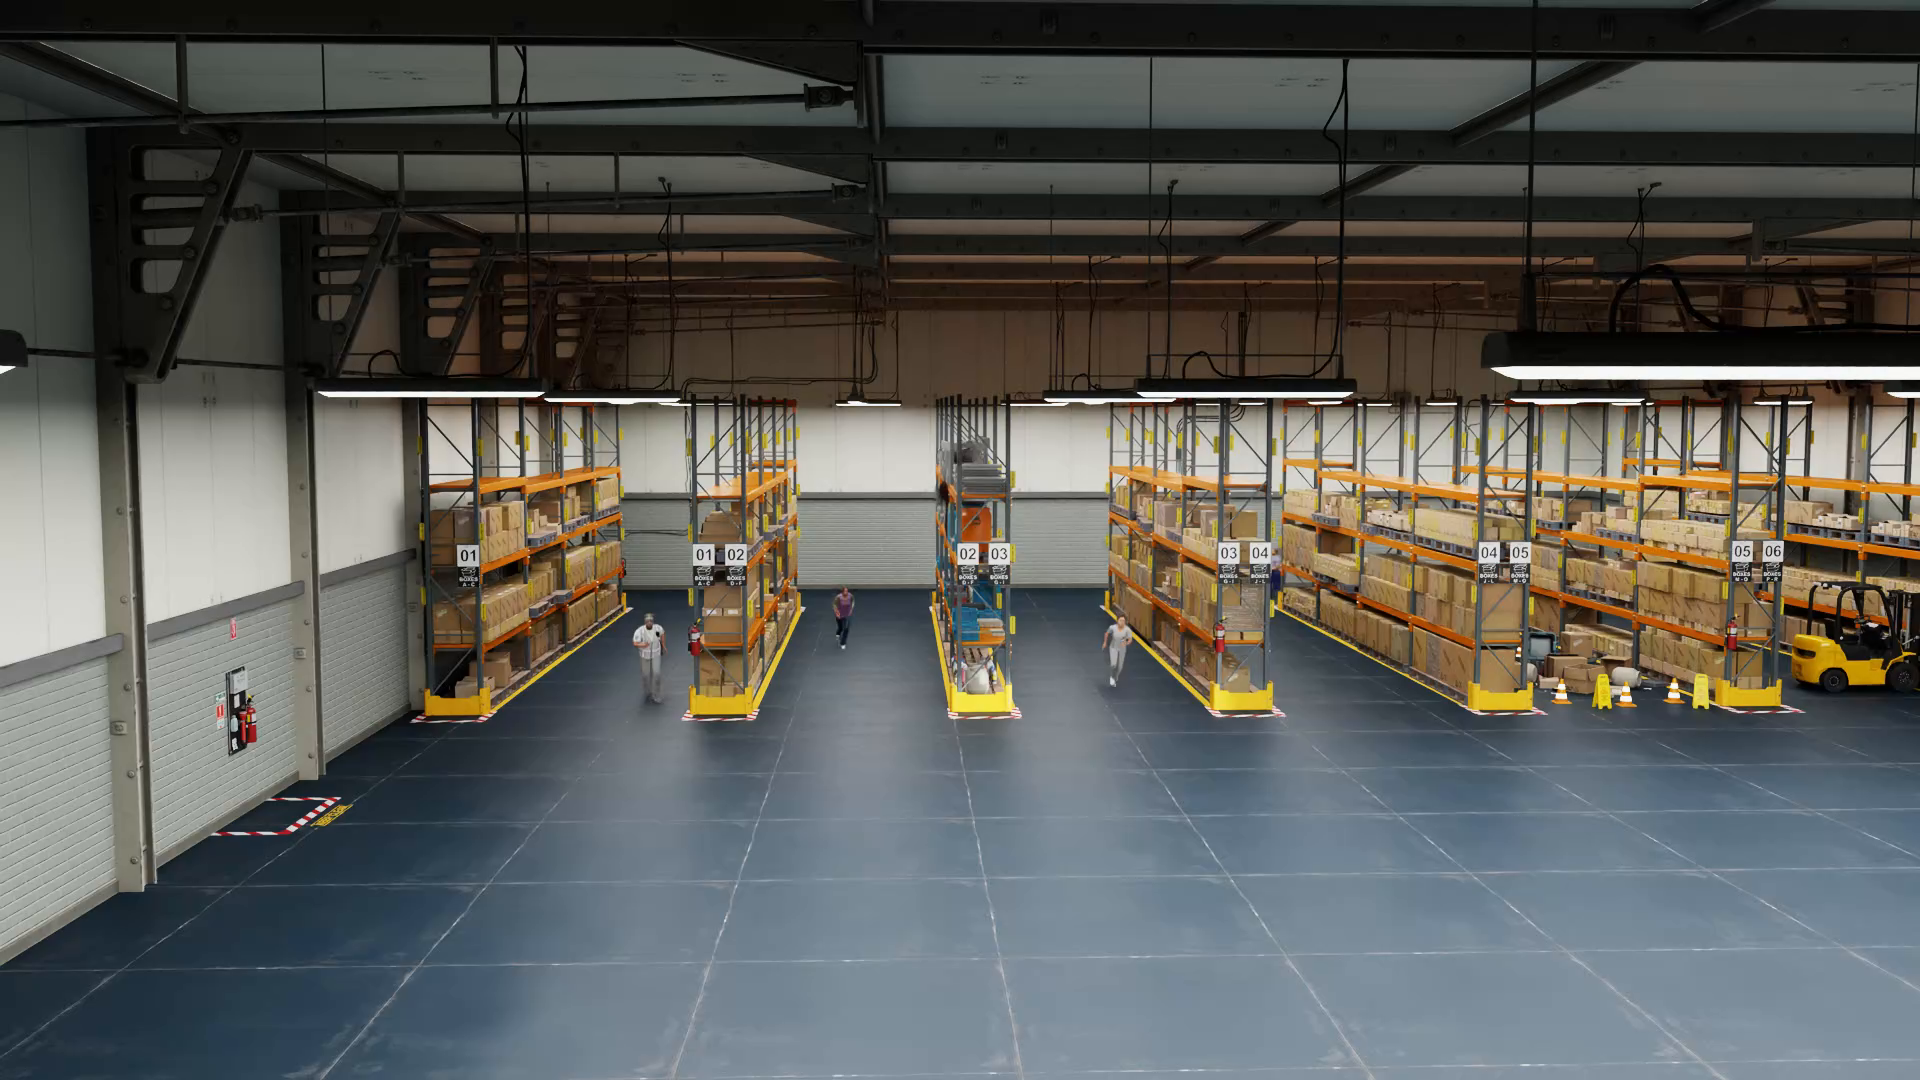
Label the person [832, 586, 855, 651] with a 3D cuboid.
[{"bbox_3d":[-2.820,1.843,39.857,0.550,1.553,0.854,-2,5,-20],"label":"person"}]

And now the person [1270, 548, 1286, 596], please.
[{"bbox_3d":[9.256,1.055,49.000,0.901,1.657,0.626,0,5,3],"label":"person"}]

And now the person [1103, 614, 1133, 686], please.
[{"bbox_3d":[3.236,2.263,34.076,0.544,1.535,0.901,0,5,-6],"label":"person"}]

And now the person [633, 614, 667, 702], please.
[{"bbox_3d":[-6.099,2.288,32.766,0.668,1.752,1.000,-1,5,-12],"label":"person"}]
